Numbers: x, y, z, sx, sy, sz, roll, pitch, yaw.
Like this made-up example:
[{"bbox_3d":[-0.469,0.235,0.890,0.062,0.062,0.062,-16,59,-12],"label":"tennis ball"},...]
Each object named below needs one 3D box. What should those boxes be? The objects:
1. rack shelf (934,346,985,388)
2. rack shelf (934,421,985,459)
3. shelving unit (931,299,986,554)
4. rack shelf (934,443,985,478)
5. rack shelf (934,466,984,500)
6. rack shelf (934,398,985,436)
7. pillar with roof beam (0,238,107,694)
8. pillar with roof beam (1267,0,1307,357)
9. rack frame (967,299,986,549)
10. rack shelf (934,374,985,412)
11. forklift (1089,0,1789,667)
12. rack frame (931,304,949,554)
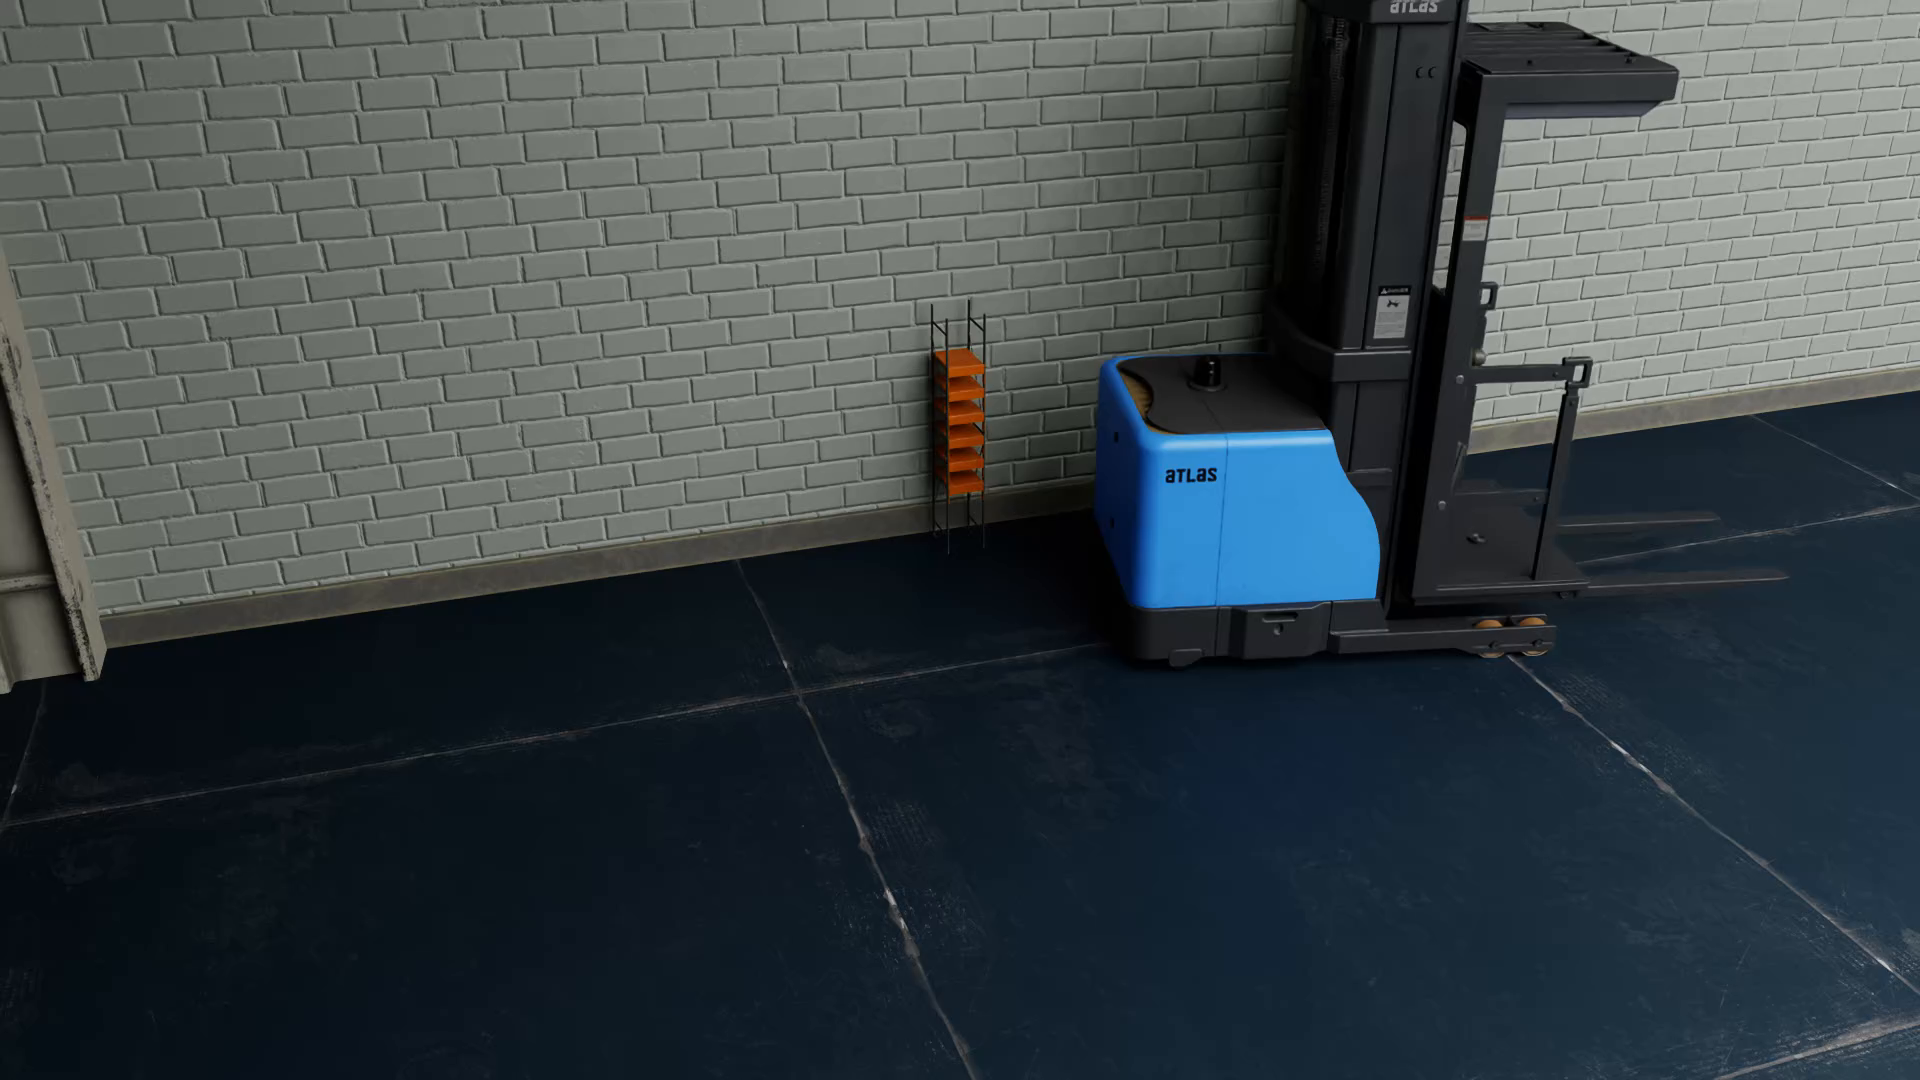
[{"bbox_3d":[-0.009,-0.814,7.832,0.180,0.103,0.258,-9,28,-17],"label":"rack shelf"},{"bbox_3d":[-0.009,-0.492,7.992,0.180,0.103,0.258,-9,28,-17],"label":"rack shelf"},{"bbox_3d":[-0.009,-0.532,7.972,0.189,1.200,0.258,-9,28,-17],"label":"shelving unit"},{"bbox_3d":[-0.009,-0.385,8.045,0.180,0.103,0.258,-9,28,-17],"label":"rack shelf"},{"bbox_3d":[-0.009,-0.277,8.098,0.180,0.103,0.258,-9,28,-17],"label":"rack shelf"},{"bbox_3d":[-0.009,-0.599,7.938,0.180,0.103,0.258,-9,28,-17],"label":"rack shelf"},{"bbox_3d":[-2.560,-1.656,1.467,0.400,9.000,9.100,-8,28,-16],"label":"pillar with roof beam"},{"bbox_3d":[3.145,-2.483,3.131,0.400,9.000,9.100,-8,28,-16],"label":"pillar with roof beam"},{"bbox_3d":[0.078,-0.545,7.999,0.006,1.200,0.240,-9,28,-17],"label":"rack frame"},{"bbox_3d":[-0.009,-0.707,7.885,0.180,0.103,0.258,-9,28,-17],"label":"rack shelf"},{"bbox_3d":[2.164,-1.031,7.030,3.031,2.935,1.130,-2,27,-5],"label":"forklift"},{"bbox_3d":[-0.095,-0.518,7.945,0.006,1.200,0.240,-9,28,-17],"label":"rack frame"}]
